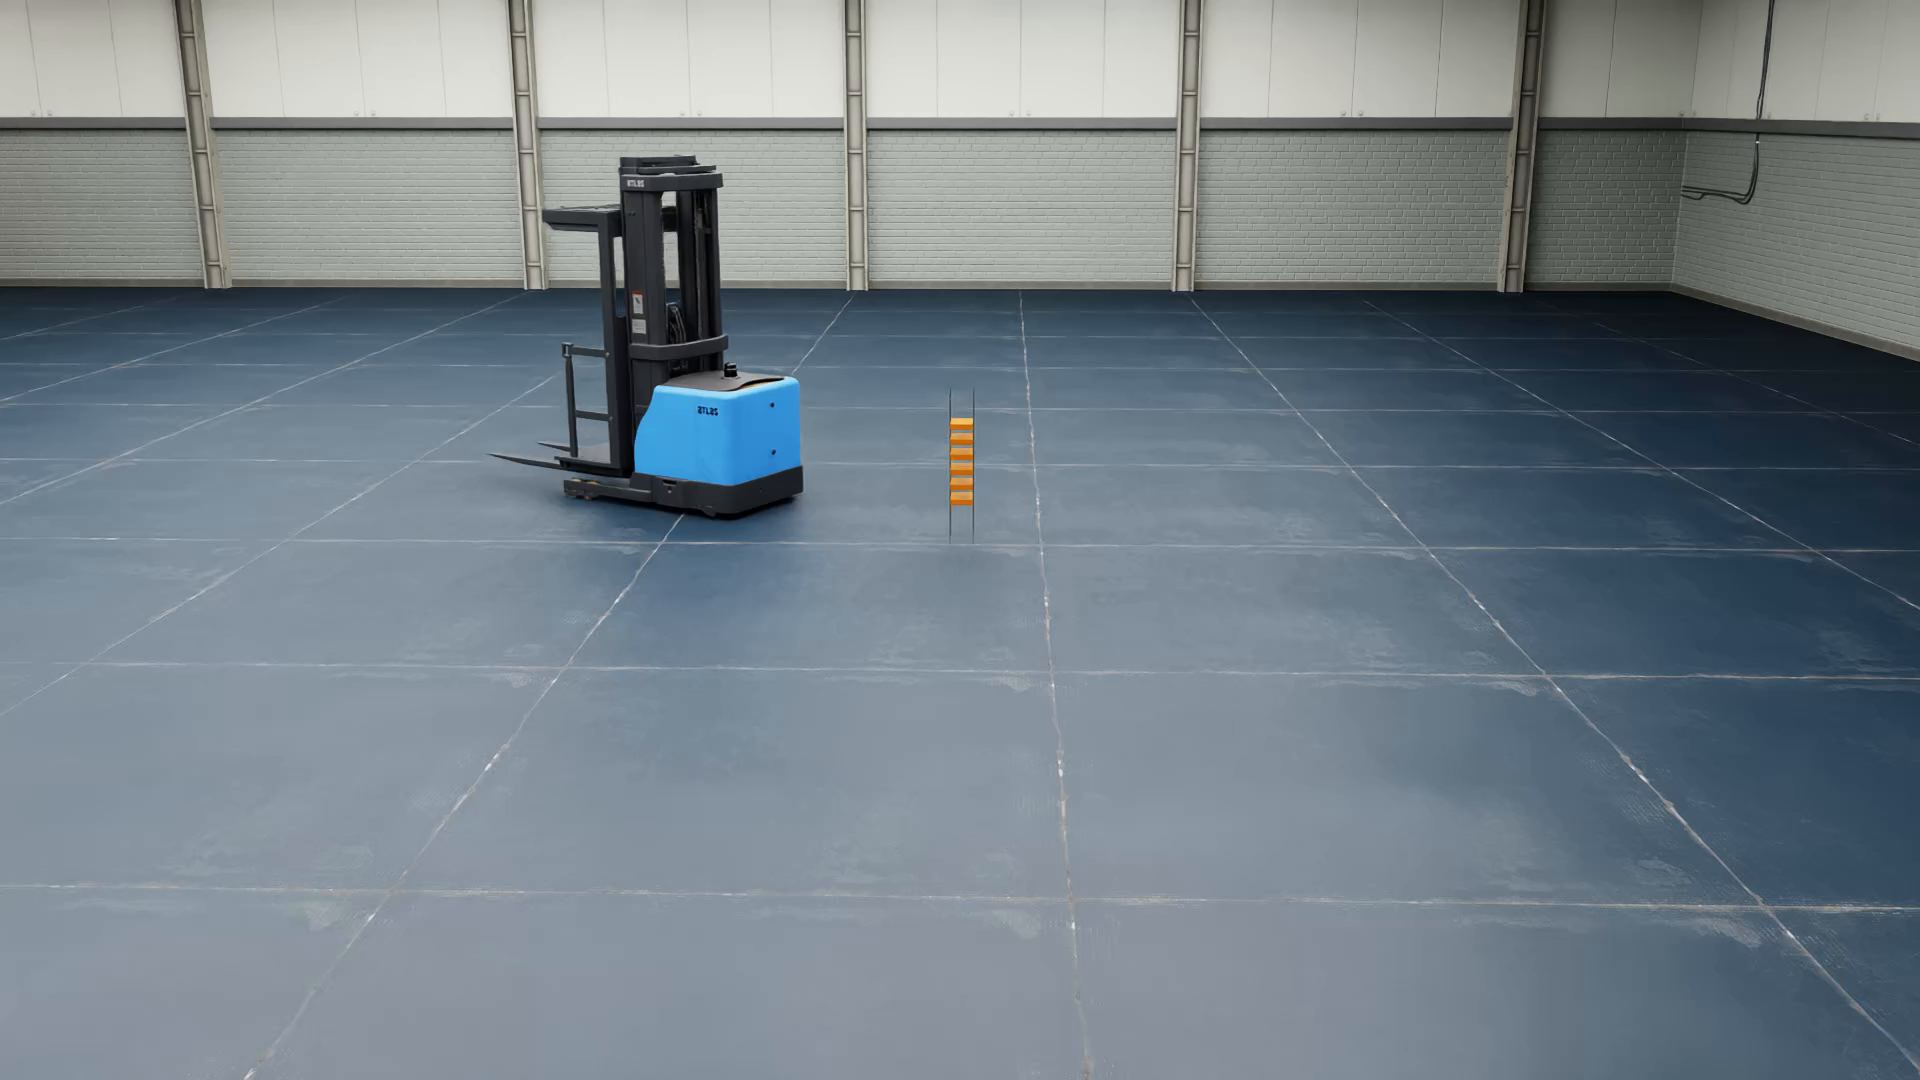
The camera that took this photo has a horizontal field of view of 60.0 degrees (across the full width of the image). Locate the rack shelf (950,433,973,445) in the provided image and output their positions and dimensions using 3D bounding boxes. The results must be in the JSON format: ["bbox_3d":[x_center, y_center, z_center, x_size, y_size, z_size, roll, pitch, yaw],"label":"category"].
[{"bbox_3d":[0.014,-0.769,13.031,0.180,0.103,0.258,0,15,1],"label":"rack shelf"}]

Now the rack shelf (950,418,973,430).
[{"bbox_3d":[0.014,-0.885,13.000,0.180,0.103,0.258,0,15,1],"label":"rack shelf"}]

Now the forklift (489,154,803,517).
[{"bbox_3d":[-2.897,-1.870,14.576,3.031,2.935,1.130,9,17,30],"label":"forklift"}]

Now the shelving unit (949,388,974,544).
[{"bbox_3d":[0.014,-0.580,13.081,0.189,1.200,0.258,0,15,1],"label":"shelving unit"}]

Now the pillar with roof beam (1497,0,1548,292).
[{"bbox_3d":[9.994,-7.826,25.256,0.400,9.000,9.100,0,15,1],"label":"pillar with roof beam"}]

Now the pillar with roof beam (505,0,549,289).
[{"bbox_3d":[-8.000,-7.943,25.701,0.400,9.000,9.100,0,15,1],"label":"pillar with roof beam"}]

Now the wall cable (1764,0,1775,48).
[{"bbox_3d":[12.946,-8.818,25.203,0.112,2.526,3.097,0,15,1],"label":"wall cable"}]

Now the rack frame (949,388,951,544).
[{"bbox_3d":[-0.077,-0.581,13.083,0.006,1.200,0.240,0,15,1],"label":"rack frame"}]

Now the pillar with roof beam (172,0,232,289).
[{"bbox_3d":[-13.998,-7.982,25.849,0.400,9.000,9.100,0,15,1],"label":"pillar with roof beam"}]

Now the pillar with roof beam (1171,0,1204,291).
[{"bbox_3d":[3.996,-7.865,25.404,0.400,9.000,9.100,0,15,1],"label":"pillar with roof beam"}]

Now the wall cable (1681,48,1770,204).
[{"bbox_3d":[13.015,-7.066,28.462,0.112,2.526,3.097,0,15,1],"label":"wall cable"}]

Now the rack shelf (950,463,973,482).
[{"bbox_3d":[0.014,-0.537,13.092,0.180,0.103,0.258,0,15,1],"label":"rack shelf"}]

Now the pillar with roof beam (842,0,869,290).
[{"bbox_3d":[-2.002,-7.904,25.552,0.400,9.000,9.100,0,15,1],"label":"pillar with roof beam"}]

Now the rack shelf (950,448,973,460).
[{"bbox_3d":[0.014,-0.653,13.062,0.180,0.103,0.258,0,15,1],"label":"rack shelf"}]

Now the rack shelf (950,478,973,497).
[{"bbox_3d":[0.014,-0.421,13.123,0.180,0.103,0.258,0,15,1],"label":"rack shelf"}]

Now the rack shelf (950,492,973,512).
[{"bbox_3d":[0.014,-0.305,13.153,0.180,0.103,0.258,0,15,1],"label":"rack shelf"}]
